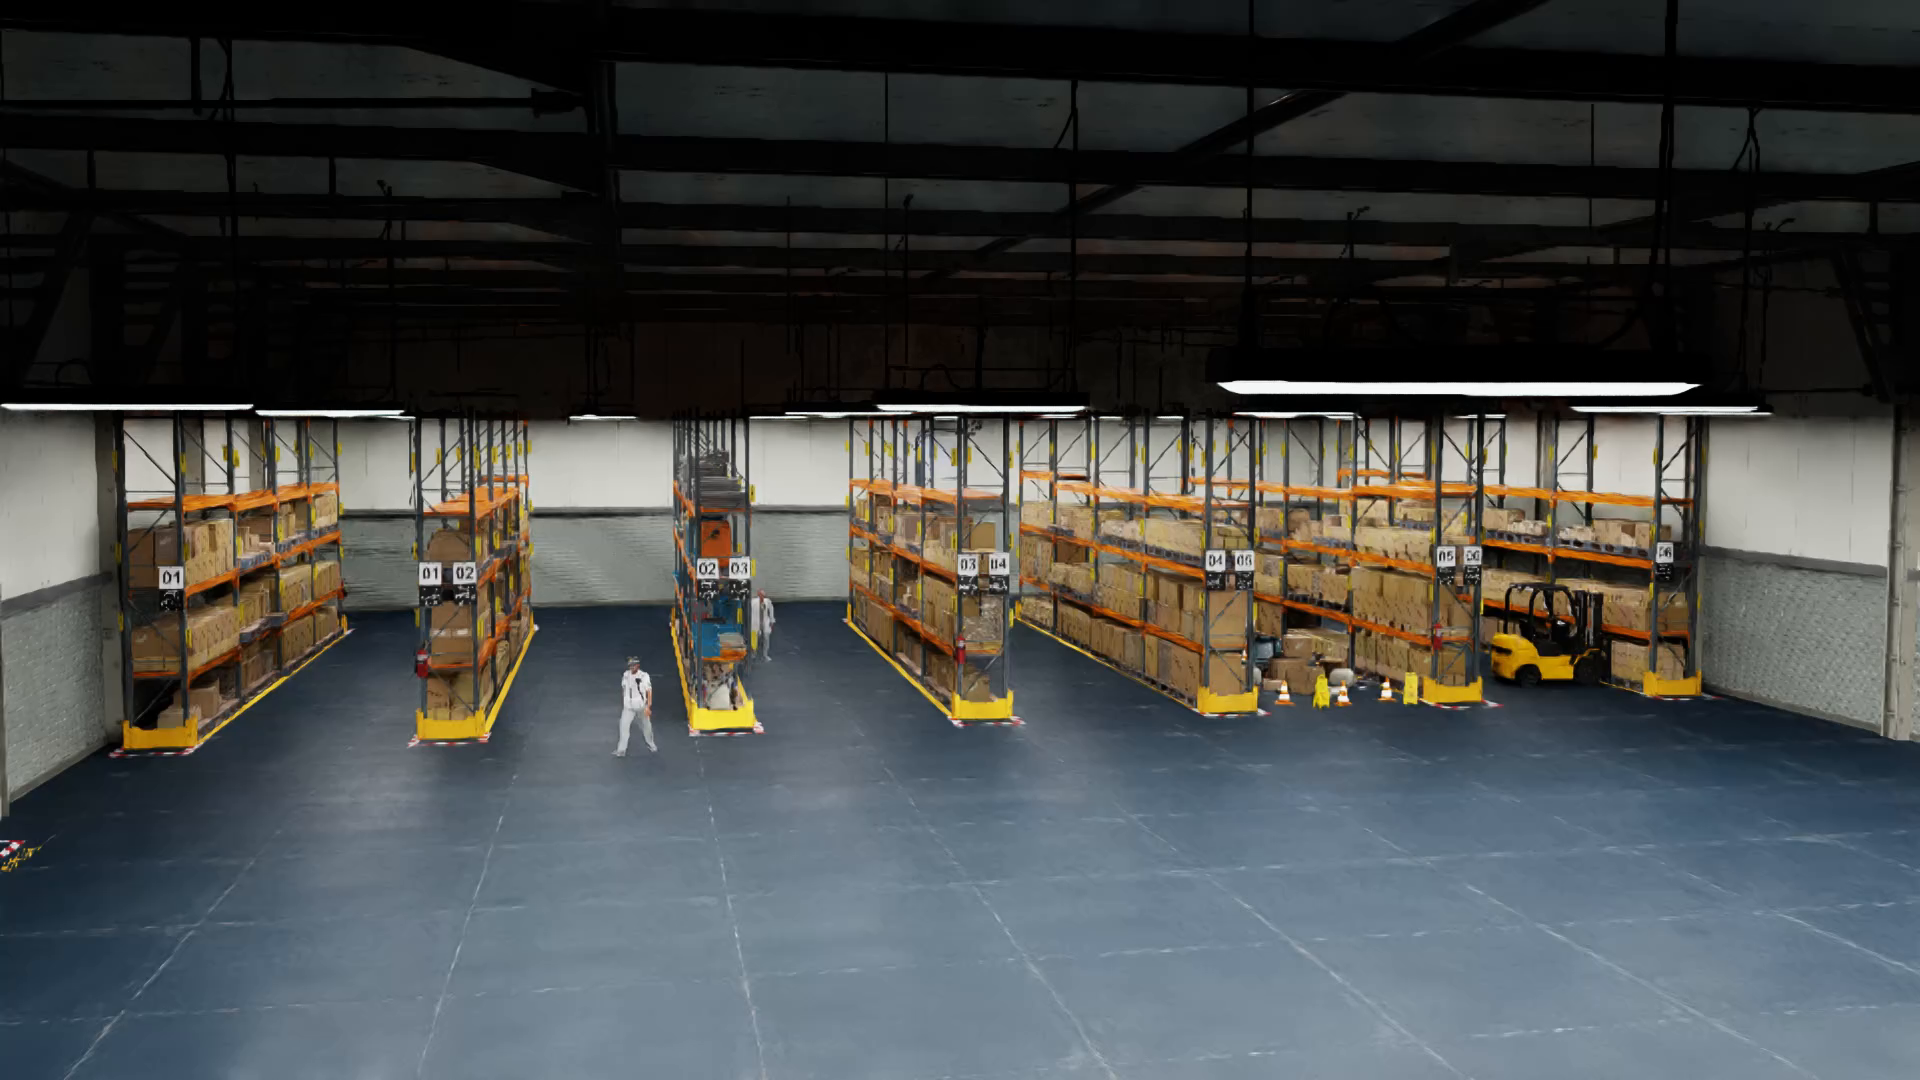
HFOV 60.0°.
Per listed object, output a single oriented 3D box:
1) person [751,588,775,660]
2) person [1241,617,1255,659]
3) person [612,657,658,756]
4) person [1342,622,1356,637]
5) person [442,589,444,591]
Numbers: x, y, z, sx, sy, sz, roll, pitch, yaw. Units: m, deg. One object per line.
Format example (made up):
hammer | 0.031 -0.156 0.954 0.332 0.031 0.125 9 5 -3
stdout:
person | -4.818 2.005 40.070 0.730 1.748 0.732 -1 4 -20
person | 6.770 2.021 39.437 0.578 1.765 0.626 1 4 17
person | -5.578 2.834 28.577 0.586 1.710 0.967 1 4 13
person | 10.216 1.696 43.931 0.551 1.782 0.653 1 4 18
person | -15.454 1.327 49.565 0.571 1.760 0.616 4 6 43
